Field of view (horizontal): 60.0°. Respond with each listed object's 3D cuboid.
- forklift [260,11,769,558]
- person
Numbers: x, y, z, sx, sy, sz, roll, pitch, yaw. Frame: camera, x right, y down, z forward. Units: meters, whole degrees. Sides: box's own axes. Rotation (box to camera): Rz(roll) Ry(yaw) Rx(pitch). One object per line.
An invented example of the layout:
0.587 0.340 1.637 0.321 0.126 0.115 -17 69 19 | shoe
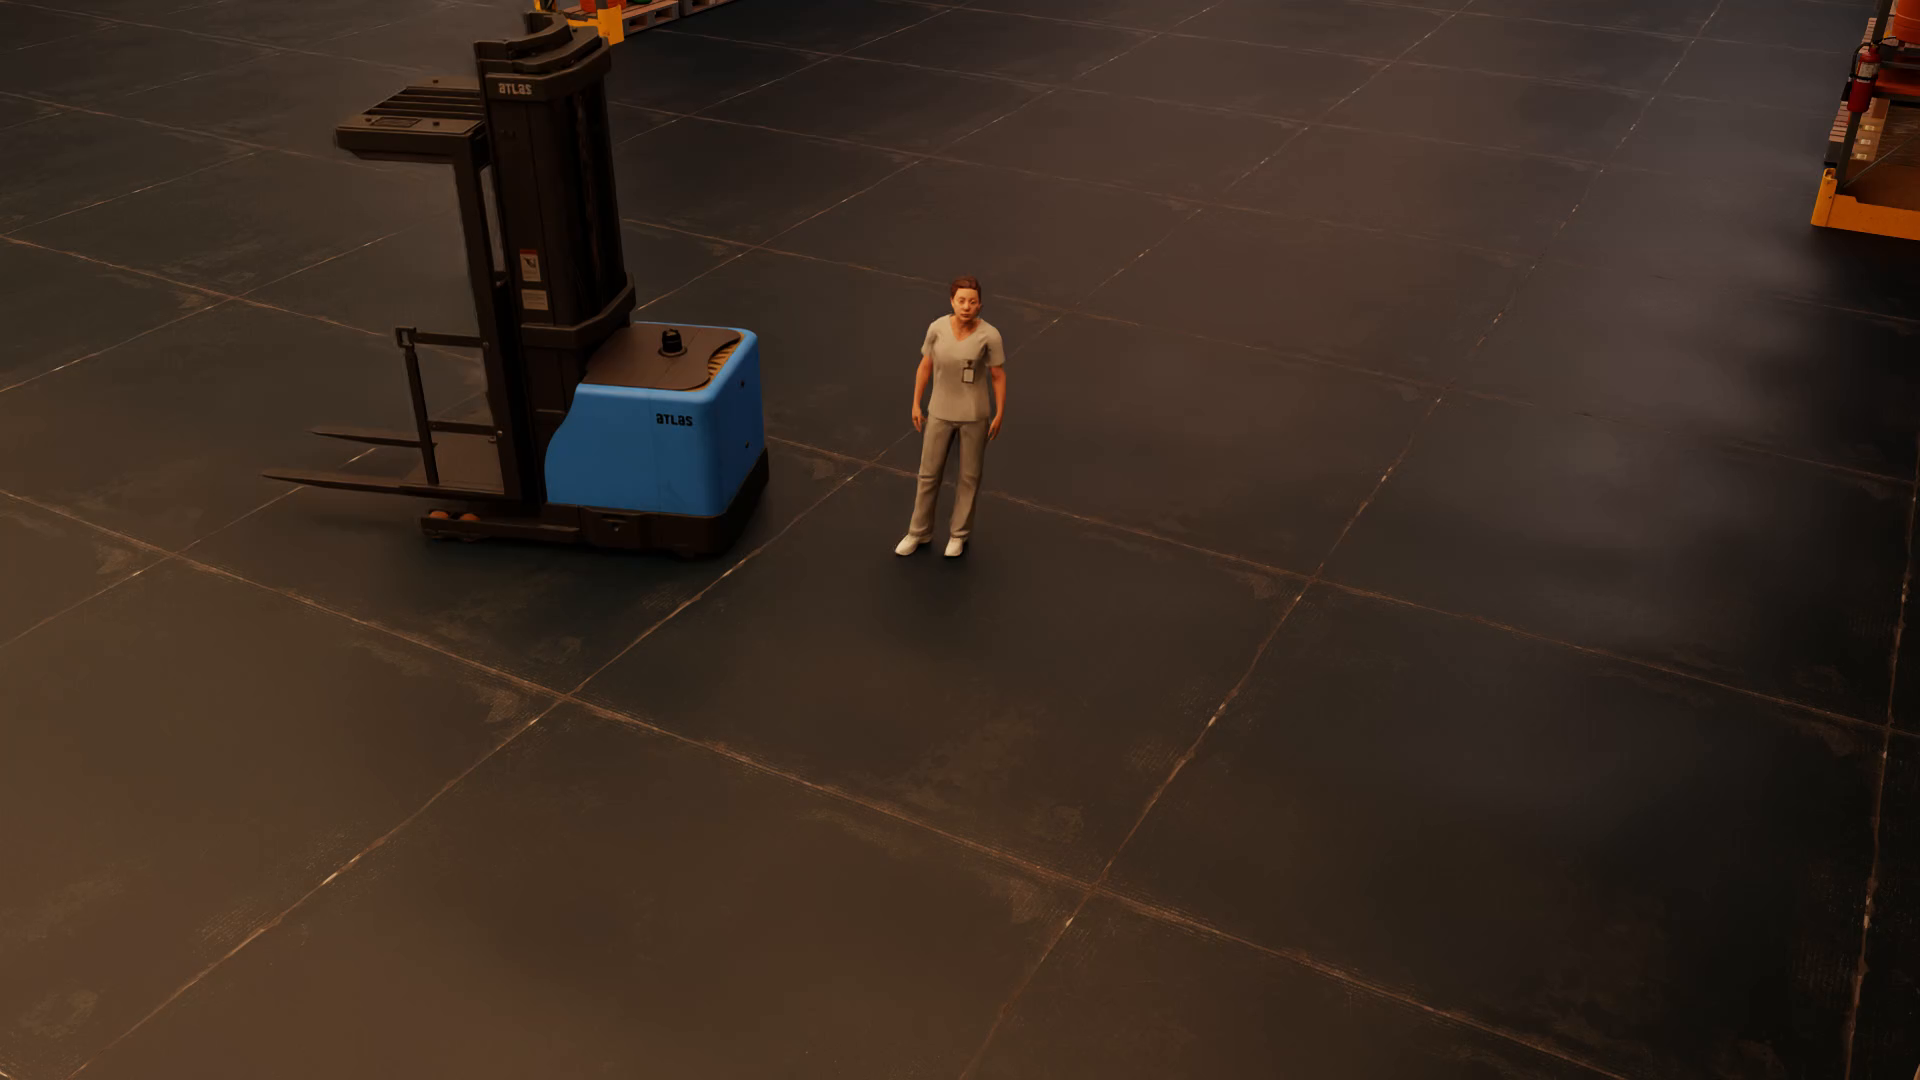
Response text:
-2.774 -1.512 9.691 3.031 2.935 1.130 5 30 9 | forklift
-0.051 -0.703 9.555 0.618 1.667 0.444 5 30 8 | person
